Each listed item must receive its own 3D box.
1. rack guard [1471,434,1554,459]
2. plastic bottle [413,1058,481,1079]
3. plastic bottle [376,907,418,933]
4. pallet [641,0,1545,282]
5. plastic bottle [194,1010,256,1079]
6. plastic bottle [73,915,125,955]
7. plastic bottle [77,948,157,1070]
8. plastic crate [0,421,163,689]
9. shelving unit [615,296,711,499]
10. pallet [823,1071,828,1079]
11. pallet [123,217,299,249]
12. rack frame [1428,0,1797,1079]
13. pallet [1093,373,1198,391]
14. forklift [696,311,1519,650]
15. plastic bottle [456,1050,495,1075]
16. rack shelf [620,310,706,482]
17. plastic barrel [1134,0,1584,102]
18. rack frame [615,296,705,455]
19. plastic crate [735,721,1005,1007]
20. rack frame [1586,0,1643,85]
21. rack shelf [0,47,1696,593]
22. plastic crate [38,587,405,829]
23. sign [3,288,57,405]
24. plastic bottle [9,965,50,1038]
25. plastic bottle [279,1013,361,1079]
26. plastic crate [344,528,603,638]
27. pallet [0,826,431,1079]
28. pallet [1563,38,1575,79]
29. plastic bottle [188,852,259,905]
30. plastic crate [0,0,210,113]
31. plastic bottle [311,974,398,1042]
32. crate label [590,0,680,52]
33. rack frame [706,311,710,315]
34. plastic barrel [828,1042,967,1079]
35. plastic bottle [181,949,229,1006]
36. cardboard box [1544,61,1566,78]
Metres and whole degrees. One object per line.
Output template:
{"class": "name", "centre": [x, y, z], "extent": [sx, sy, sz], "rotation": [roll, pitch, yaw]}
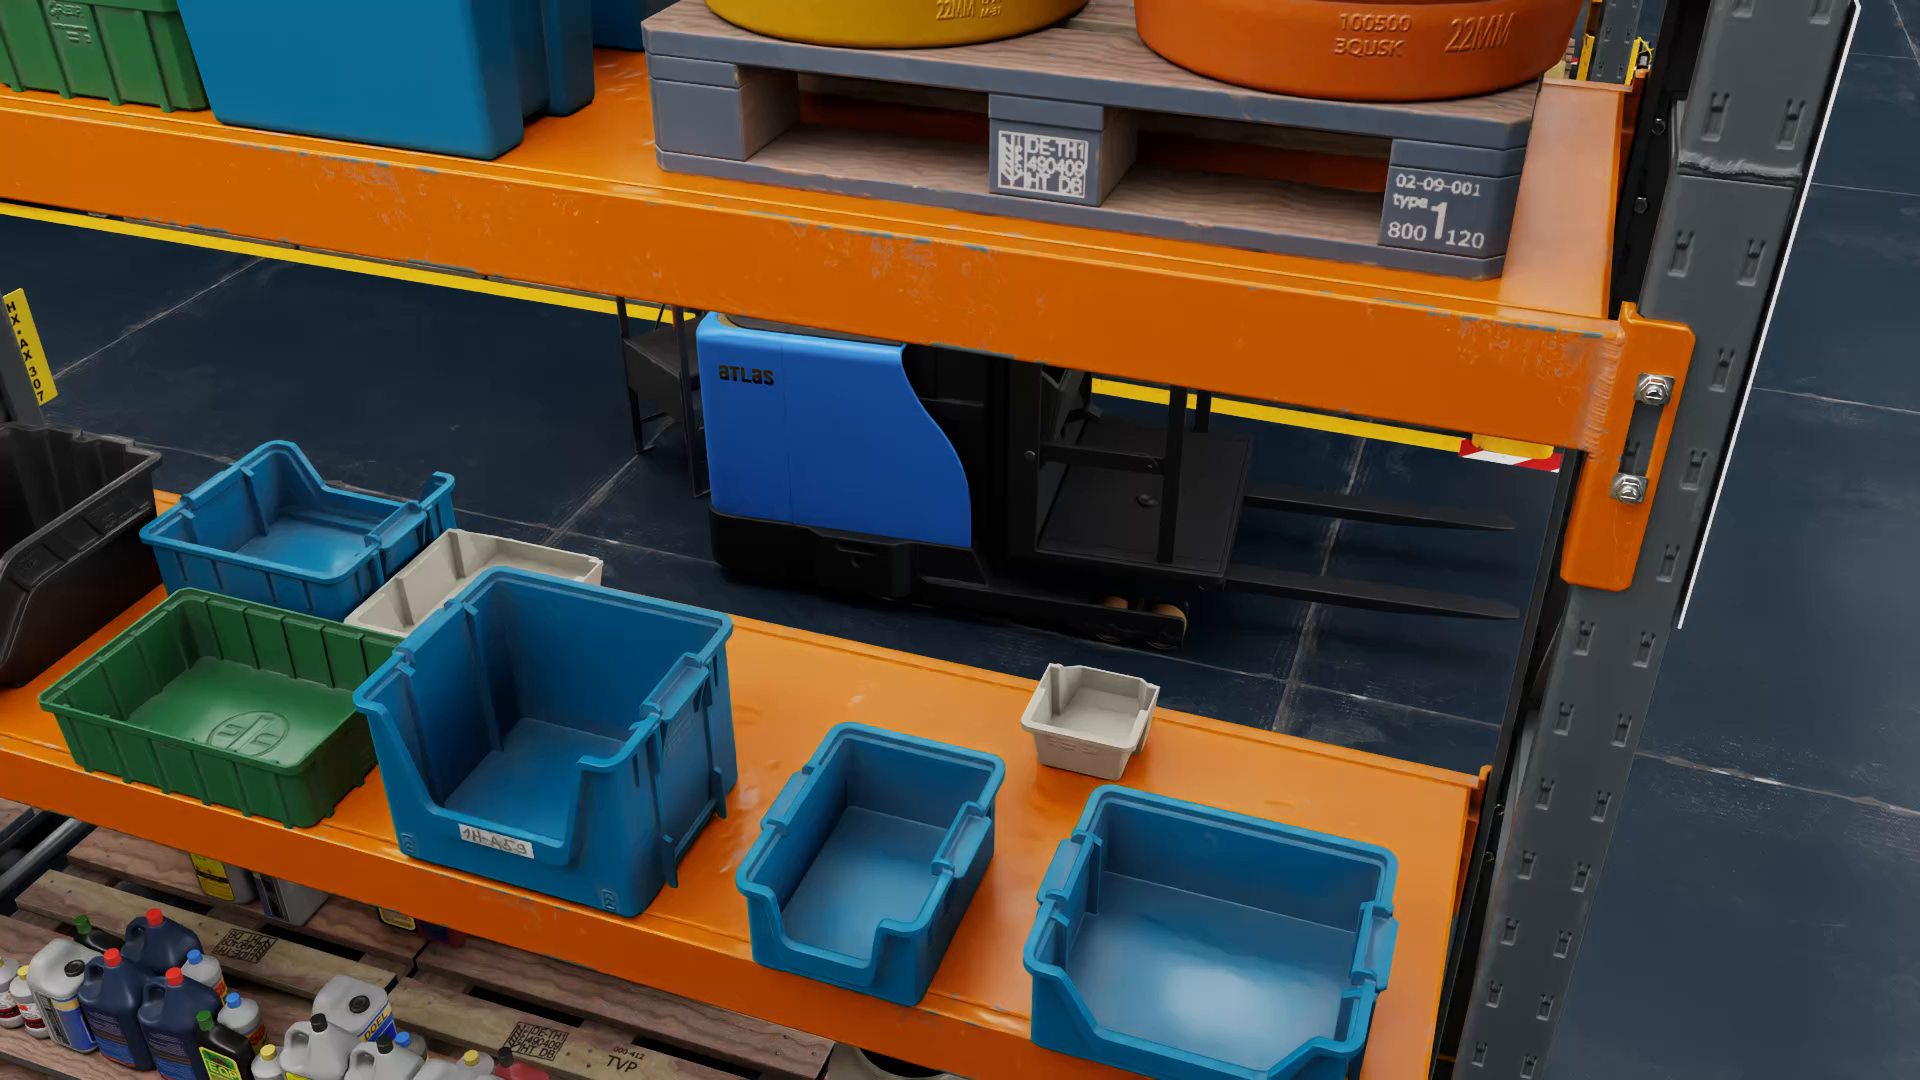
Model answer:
{"class": "rack guard", "centre": [2.623, -0.883, 7.657], "extent": [0.348, 0.500, 1.175], "rotation": [11, 34, 16]}
{"class": "plastic bottle", "centre": [-1.212, 1.371, 3.966], "extent": [0.135, 0.276, 0.152], "rotation": [10, 34, 15]}
{"class": "plastic bottle", "centre": [-1.564, 0.956, 4.602], "extent": [0.133, 0.283, 0.061], "rotation": [11, 34, 16]}
{"class": "pallet", "centre": [0.278, -0.772, 2.590], "extent": [1.213, 0.211, 1.003], "rotation": [11, 34, 16]}
{"class": "plastic bottle", "centre": [-1.803, 1.280, 4.101], "extent": [0.133, 0.283, 0.061], "rotation": [13, 35, 19]}
{"class": "plastic bottle", "centre": [-2.241, 1.107, 4.369], "extent": [0.133, 0.283, 0.061], "rotation": [11, 34, 16]}
{"class": "plastic bottle", "centre": [-2.122, 1.165, 4.216], "extent": [0.185, 0.351, 0.144], "rotation": [12, 35, 18]}
{"class": "plastic crate", "centre": [-2.292, 0.065, 3.942], "extent": [0.504, 0.338, 0.767], "rotation": [11, 34, 16]}
{"class": "shelving unit", "centre": [-1.125, -1.230, 6.715], "extent": [0.431, 2.100, 0.503], "rotation": [-24, 40, -32]}
{"class": "pallet", "centre": [0.173, 1.640, 4.015], "extent": [1.213, 0.211, 1.003], "rotation": [11, 34, 16]}
{"class": "pallet", "centre": [-4.101, -2.068, 9.758], "extent": [1.213, 0.211, 1.003], "rotation": [11, 34, 16]}
{"class": "rack frame", "centre": [1.024, 0.610, 3.040], "extent": [0.127, 3.000, 1.000], "rotation": [11, 34, 16]}
{"class": "pallet", "centre": [0.726, -1.153, 8.341], "extent": [1.213, 0.211, 1.003], "rotation": [11, 34, 16]}
{"class": "forklift", "centre": [0.603, -1.147, 5.825], "extent": [3.031, 2.935, 1.130], "rotation": [8, 34, 12]}
{"class": "plastic bottle", "centre": [-1.187, 1.336, 4.090], "extent": [0.097, 0.201, 0.097], "rotation": [0, 33, 0]}
{"class": "rack shelf", "centre": [-1.121, -0.630, 7.102], "extent": [0.431, 0.518, 0.480], "rotation": [-24, 40, -32]}
{"class": "plastic barrel", "centre": [0.523, -1.031, 2.033], "extent": [0.708, 0.830, 0.600], "rotation": [11, 34, 16]}
{"class": "rack frame", "centre": [-1.279, -1.331, 6.874], "extent": [0.400, 2.100, 0.015], "rotation": [-24, 40, -32]}
{"class": "plastic crate", "centre": [-0.158, 0.612, 3.174], "extent": [0.408, 0.251, 0.499], "rotation": [11, 34, 16]}
{"class": "rack frame", "centre": [2.695, -1.919, 6.957], "extent": [0.127, 3.000, 1.000], "rotation": [11, 34, 16]}
{"class": "rack shelf", "centre": [-0.859, -0.714, 2.989], "extent": [4.000, 0.370, 1.077], "rotation": [11, 34, 16]}
{"class": "plastic crate", "centre": [-1.559, 0.359, 3.623], "extent": [0.662, 0.188, 0.450], "rotation": [11, 34, 16]}
{"class": "sign", "centre": [-2.546, -0.517, 4.531], "extent": [0.005, 0.325, 0.100], "rotation": [11, 34, 16]}
{"class": "plastic bottle", "centre": [-2.398, 1.188, 4.319], "extent": [0.097, 0.201, 0.097], "rotation": [0, 33, 0]}
{"class": "plastic bottle", "centre": [-1.544, 1.278, 4.042], "extent": [0.185, 0.351, 0.144], "rotation": [11, 34, 16]}
{"class": "plastic crate", "centre": [-1.128, 0.156, 3.986], "extent": [0.437, 0.136, 0.530], "rotation": [11, 34, 16]}
{"class": "pallet", "centre": [-2.124, 1.193, 4.707], "extent": [1.213, 0.211, 1.003], "rotation": [11, 34, 16]}
{"class": "pallet", "centre": [3.684, -3.368, 11.772], "extent": [1.213, 0.211, 1.003], "rotation": [11, 34, 16]}
{"class": "plastic bottle", "centre": [-2.087, 0.850, 4.704], "extent": [0.185, 0.351, 0.144], "rotation": [11, 34, 16]}
{"class": "plastic crate", "centre": [-1.348, -0.866, 2.755], "extent": [0.450, 0.188, 0.336], "rotation": [11, 34, 16]}
{"class": "plastic bottle", "centre": [-1.518, 1.229, 4.187], "extent": [0.135, 0.276, 0.152], "rotation": [11, 34, 16]}
{"class": "crate label", "centre": [-0.627, -1.099, 3.059], "extent": [0.408, 0.251, 0.502], "rotation": [11, 34, 16]}
{"class": "rack frame", "centre": [-1.071, -2.651, 8.091], "extent": [0.127, 3.000, 1.000], "rotation": [11, 34, 16]}
{"class": "plastic barrel", "centre": [-0.094, 1.305, 3.869], "extent": [0.421, 0.512, 0.421], "rotation": [0, 33, 0]}
{"class": "plastic bottle", "centre": [-1.945, 1.164, 4.292], "extent": [0.097, 0.271, 0.097], "rotation": [0, 33, 0]}
{"class": "cardboard box", "centre": [2.507, -1.988, 7.295], "extent": [0.250, 0.149, 0.380], "rotation": [11, 34, 16]}
